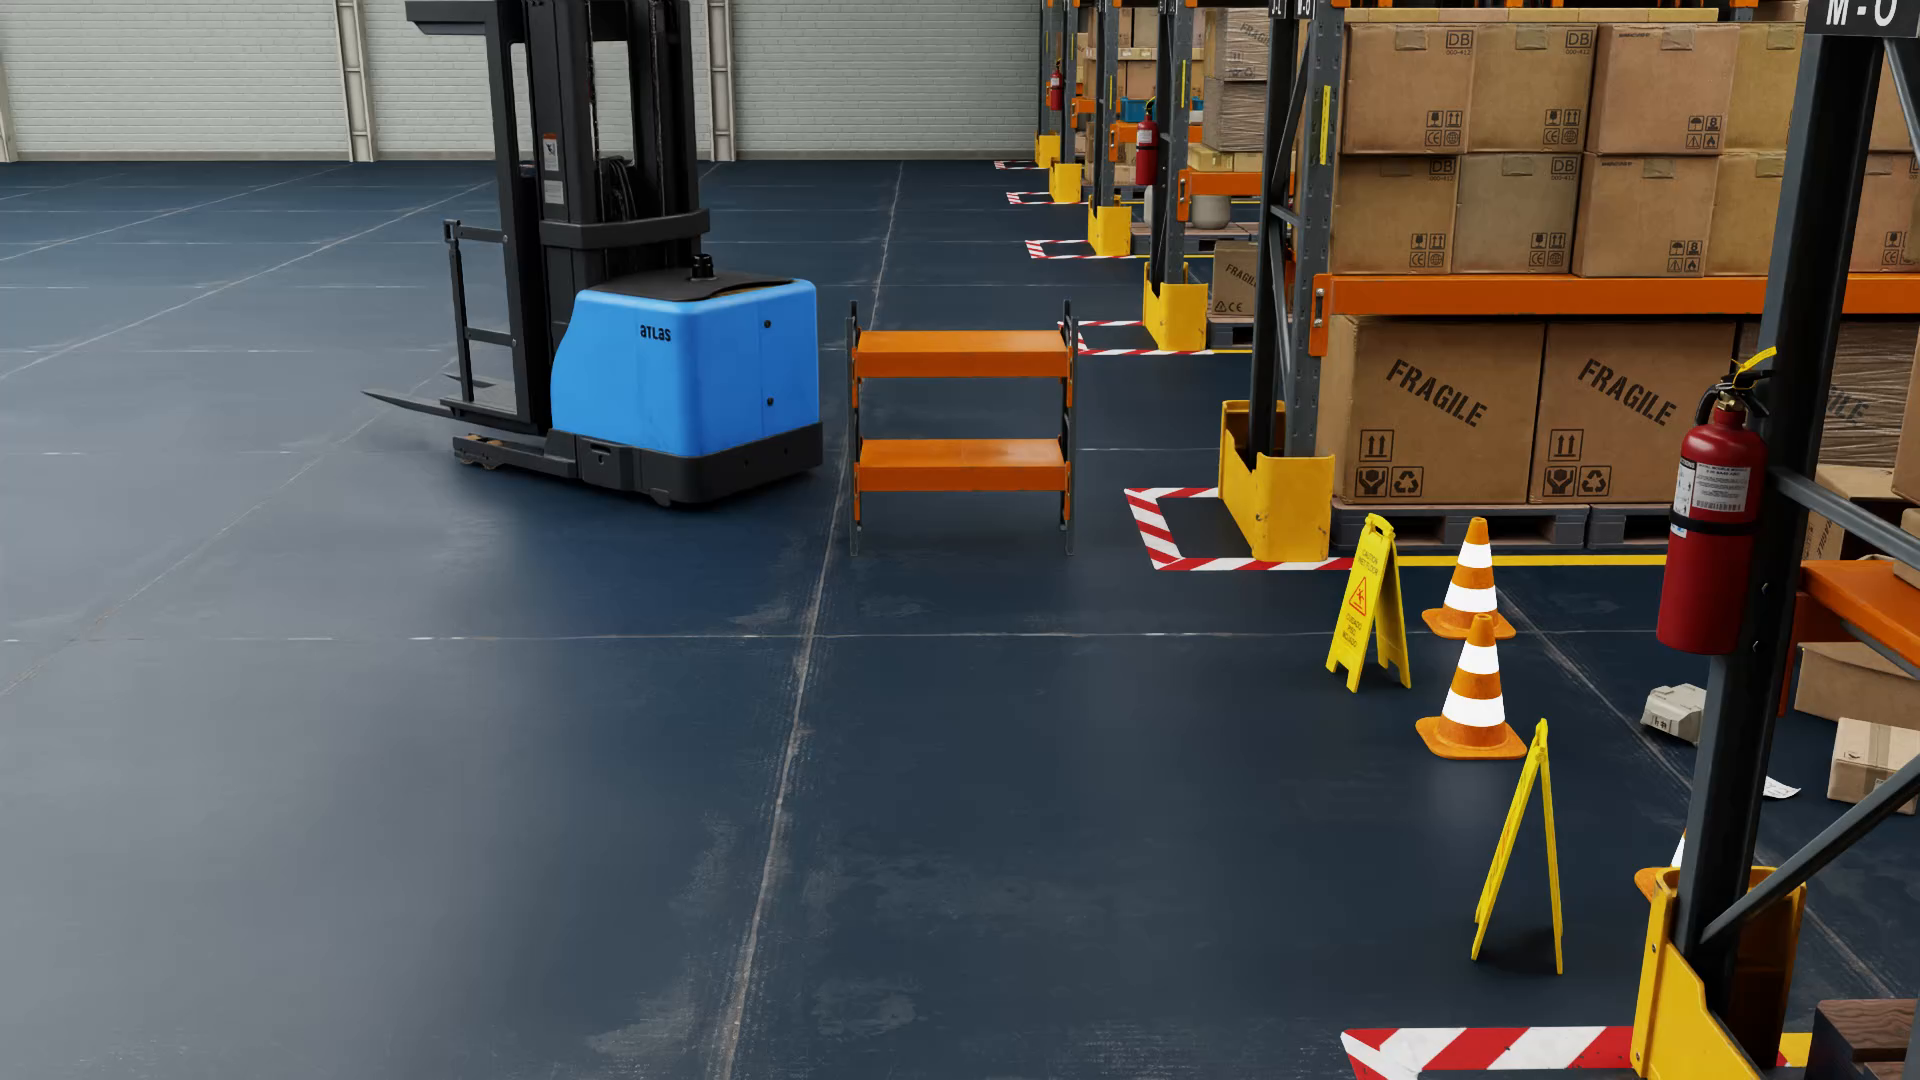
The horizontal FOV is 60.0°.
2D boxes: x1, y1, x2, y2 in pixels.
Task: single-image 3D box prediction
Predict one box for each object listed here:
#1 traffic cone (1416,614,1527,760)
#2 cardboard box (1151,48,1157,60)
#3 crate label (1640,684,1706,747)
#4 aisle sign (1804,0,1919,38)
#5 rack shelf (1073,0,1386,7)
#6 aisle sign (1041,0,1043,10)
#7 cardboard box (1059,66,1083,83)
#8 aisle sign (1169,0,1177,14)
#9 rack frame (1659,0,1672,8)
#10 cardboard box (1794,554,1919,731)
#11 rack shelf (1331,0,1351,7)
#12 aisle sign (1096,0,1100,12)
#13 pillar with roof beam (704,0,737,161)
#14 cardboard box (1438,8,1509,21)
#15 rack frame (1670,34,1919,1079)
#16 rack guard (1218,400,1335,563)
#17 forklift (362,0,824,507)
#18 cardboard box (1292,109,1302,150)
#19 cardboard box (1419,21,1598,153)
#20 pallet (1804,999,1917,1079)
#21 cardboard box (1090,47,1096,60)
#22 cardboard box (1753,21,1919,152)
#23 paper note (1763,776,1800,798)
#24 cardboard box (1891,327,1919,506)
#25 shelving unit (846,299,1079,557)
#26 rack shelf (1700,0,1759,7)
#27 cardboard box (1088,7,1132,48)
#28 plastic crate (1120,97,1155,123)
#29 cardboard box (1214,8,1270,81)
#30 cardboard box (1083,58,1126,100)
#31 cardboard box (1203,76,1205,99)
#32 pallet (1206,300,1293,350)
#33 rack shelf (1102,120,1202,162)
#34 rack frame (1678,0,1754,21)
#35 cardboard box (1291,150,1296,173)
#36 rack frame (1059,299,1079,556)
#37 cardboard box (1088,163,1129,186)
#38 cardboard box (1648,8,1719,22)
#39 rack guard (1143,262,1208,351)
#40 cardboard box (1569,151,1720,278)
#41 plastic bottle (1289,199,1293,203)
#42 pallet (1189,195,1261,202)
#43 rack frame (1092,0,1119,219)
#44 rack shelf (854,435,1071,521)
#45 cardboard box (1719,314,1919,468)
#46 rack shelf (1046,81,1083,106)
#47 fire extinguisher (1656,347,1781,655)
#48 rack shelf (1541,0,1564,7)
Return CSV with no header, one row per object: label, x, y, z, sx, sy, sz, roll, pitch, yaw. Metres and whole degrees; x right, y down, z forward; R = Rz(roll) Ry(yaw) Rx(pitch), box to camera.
traffic cone,1.797,0.483,5.786,0.334,0.463,0.336,0,18,-1
cardboard box,2.597,-6.340,21.676,0.250,0.149,0.380,-1,18,-2
crate label,2.582,0.615,5.906,0.298,0.136,0.250,-10,20,-29
aisle sign,1.678,-1.318,2.990,0.004,0.787,0.394,0,18,-1
rack shelf,3.436,-7.140,21.661,4.000,0.370,1.077,0,18,-1
aisle sign,1.287,-8.703,26.011,0.004,0.787,0.394,0,18,-1
cardboard box,1.847,-7.401,26.420,0.500,0.250,0.500,-1,18,-2
aisle sign,1.531,-4.165,11.864,0.004,0.787,0.394,0,18,-1
rack frame,9.435,-6.083,22.099,0.127,3.000,1.000,0,18,-1
cardboard box,3.461,0.415,5.930,0.637,0.503,0.797,-15,23,-39
rack shelf,3.566,-2.599,7.505,4.000,0.370,1.077,0,18,-1
aisle sign,1.434,-5.860,17.147,0.004,0.787,0.394,0,18,-1
pillar with roof beam,-3.891,-9.338,22.424,0.400,9.000,9.100,0,18,-1
cardboard box,3.643,-3.611,12.106,0.500,0.500,0.500,0,18,-1
rack frame,1.745,0.008,3.112,0.127,3.000,1.000,0,18,-1
rack guard,1.542,-0.313,8.205,0.348,0.500,1.175,0,18,-1
forklift,-2.237,-1.901,9.177,3.031,2.935,1.130,13,22,34
cardboard box,2.637,-3.241,12.590,0.500,0.500,0.875,0,18,-1
cardboard box,2.486,-2.110,7.700,0.550,0.550,0.875,0,18,-1
pallet,2.634,1.342,3.518,1.213,0.211,1.003,0,18,-1
cardboard box,1.832,-6.337,21.665,0.250,0.149,0.380,0,18,-1
cardboard box,4.106,-2.118,7.727,0.550,0.550,0.875,0,18,-1
paper note,2.659,0.809,5.475,0.142,0.019,0.148,-7,19,-20
cardboard box,2.283,-0.268,3.322,0.500,0.500,0.500,-1,18,-2
shelving unit,0.007,-0.536,7.876,1.048,1.125,0.538,0,18,-1
rack shelf,7.588,-4.133,12.289,4.000,0.370,1.077,0,18,-1
cardboard box,1.956,-6.708,21.761,0.500,0.500,0.700,0,18,-1
plastic crate,2.006,-4.554,17.578,0.616,0.251,0.499,0,18,-1
cardboard box,2.143,-3.603,12.083,0.500,0.500,0.500,0,18,-1
cardboard box,1.903,-6.090,21.958,0.500,0.500,0.700,0,18,-1
cardboard box,3.451,-6.099,21.984,0.500,0.500,0.700,0,18,1
pallet,2.477,-1.684,12.953,1.213,0.211,1.003,0,18,-1
rack shelf,3.510,-4.199,17.403,4.000,0.370,1.077,0,18,-1
rack frame,5.588,-3.038,12.607,0.127,3.000,1.000,0,18,-1
cardboard box,2.378,-2.820,12.338,0.250,0.149,0.380,0,18,-1
rack frame,0.515,-0.538,7.884,0.032,1.125,0.500,0,18,-1
cardboard box,1.976,-4.870,22.131,0.500,0.250,0.500,0,18,-1
cardboard box,5.142,-3.617,12.125,0.500,0.500,0.500,0,18,-1
rack guard,1.665,-1.829,12.930,0.348,0.500,1.175,0,18,-1
cardboard box,3.048,-1.564,7.767,0.550,0.550,0.875,0,18,-1
plastic bottle,3.592,-3.580,18.034,0.135,0.276,0.152,0,18,0
pallet,3.417,-4.738,22.472,1.213,0.211,1.003,0,18,-1
rack frame,1.510,-4.531,17.263,0.127,3.000,1.000,0,18,-1
rack shelf,0.007,-0.303,7.951,1.000,0.278,0.538,0,18,-1
cardboard box,4.034,-0.724,8.184,0.875,0.875,0.875,0,18,0
rack shelf,3.354,-7.224,26.835,4.000,0.370,1.077,0,18,-1
fire extinguisher,1.623,-0.095,3.561,0.183,0.674,0.296,0,18,-1
rack shelf,11.353,-8.691,26.497,4.000,0.370,1.077,0,18,-1
